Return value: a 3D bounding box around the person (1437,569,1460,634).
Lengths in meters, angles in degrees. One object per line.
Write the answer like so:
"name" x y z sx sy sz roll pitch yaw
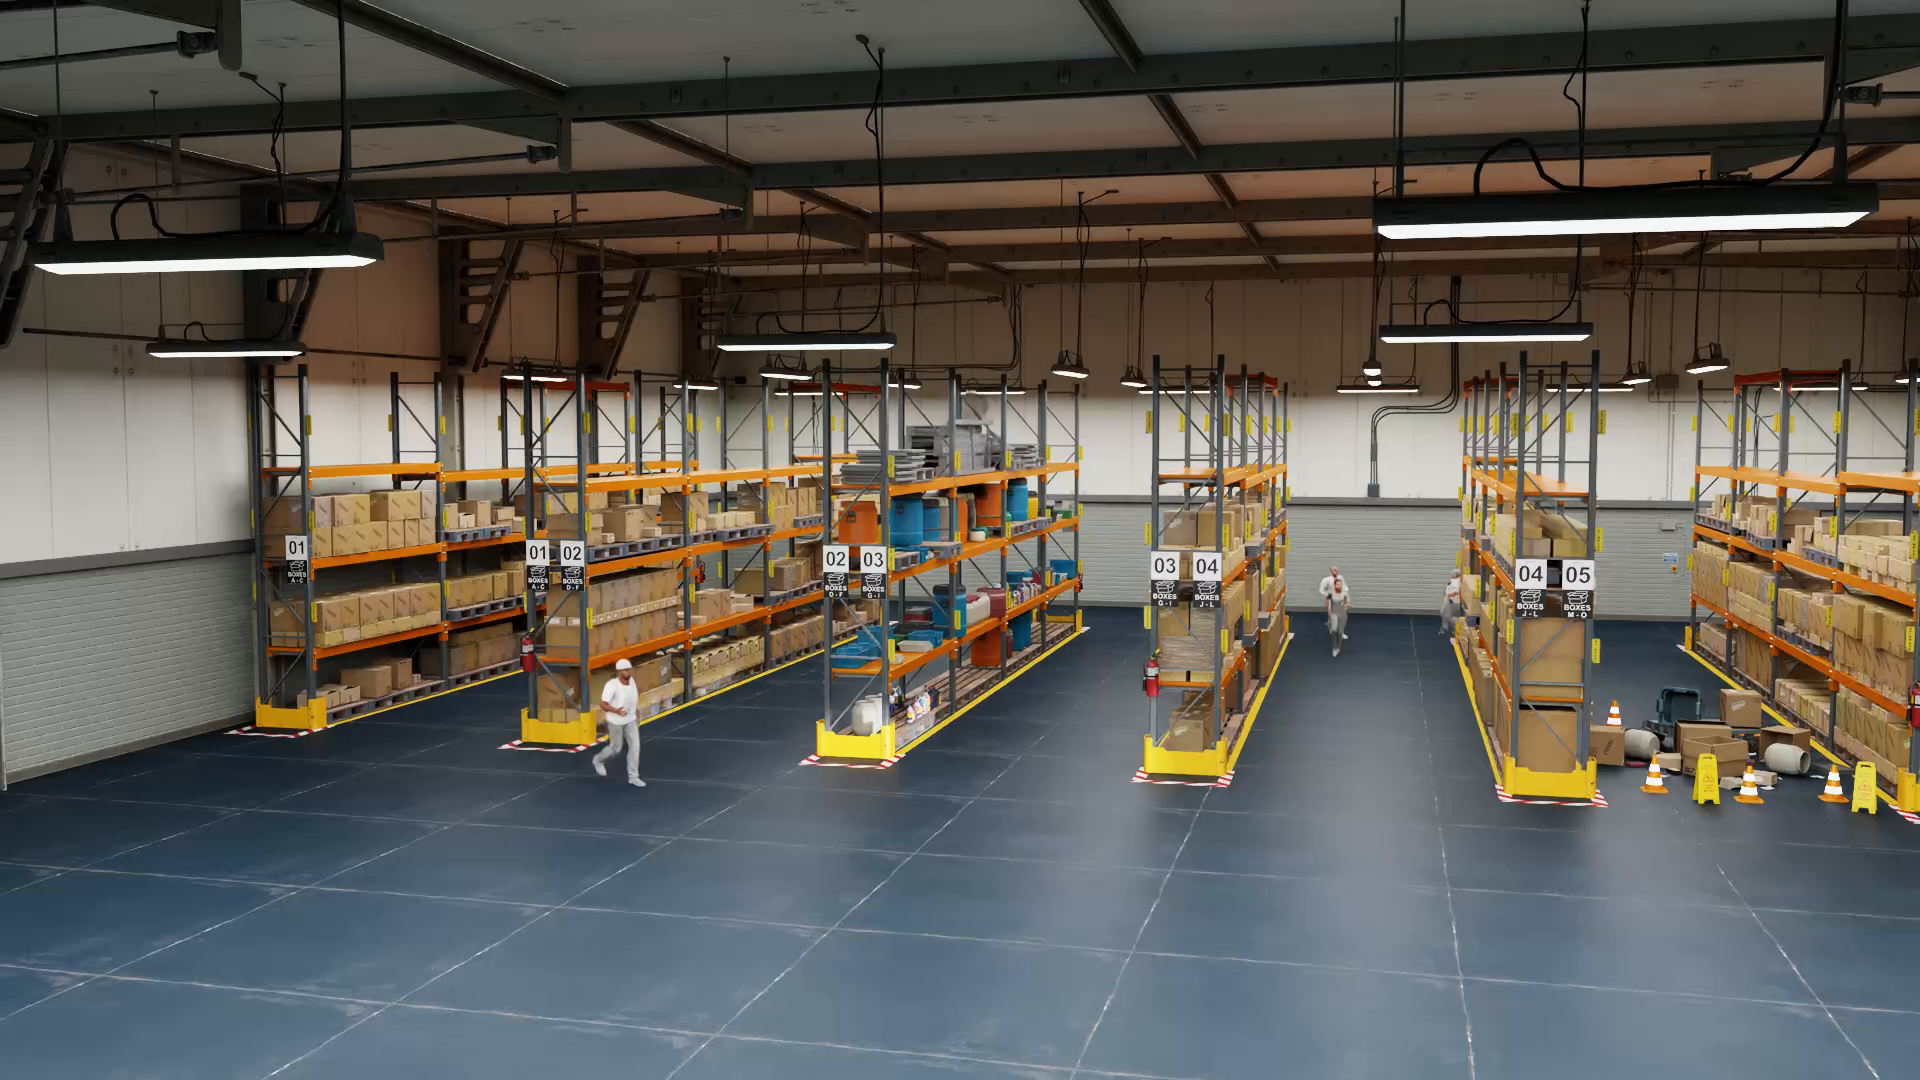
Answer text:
"person" 11.656 1.486 39.533 0.626 1.648 0.754 2 4 22

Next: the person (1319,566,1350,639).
"person" 8.824 1.463 39.095 0.728 1.714 0.682 -2 4 -27

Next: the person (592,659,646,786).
"person" -4.749 2.524 23.169 0.954 1.755 0.682 3 5 39

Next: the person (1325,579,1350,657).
"person" 8.232 1.690 36.228 0.495 1.705 0.832 0 4 3
